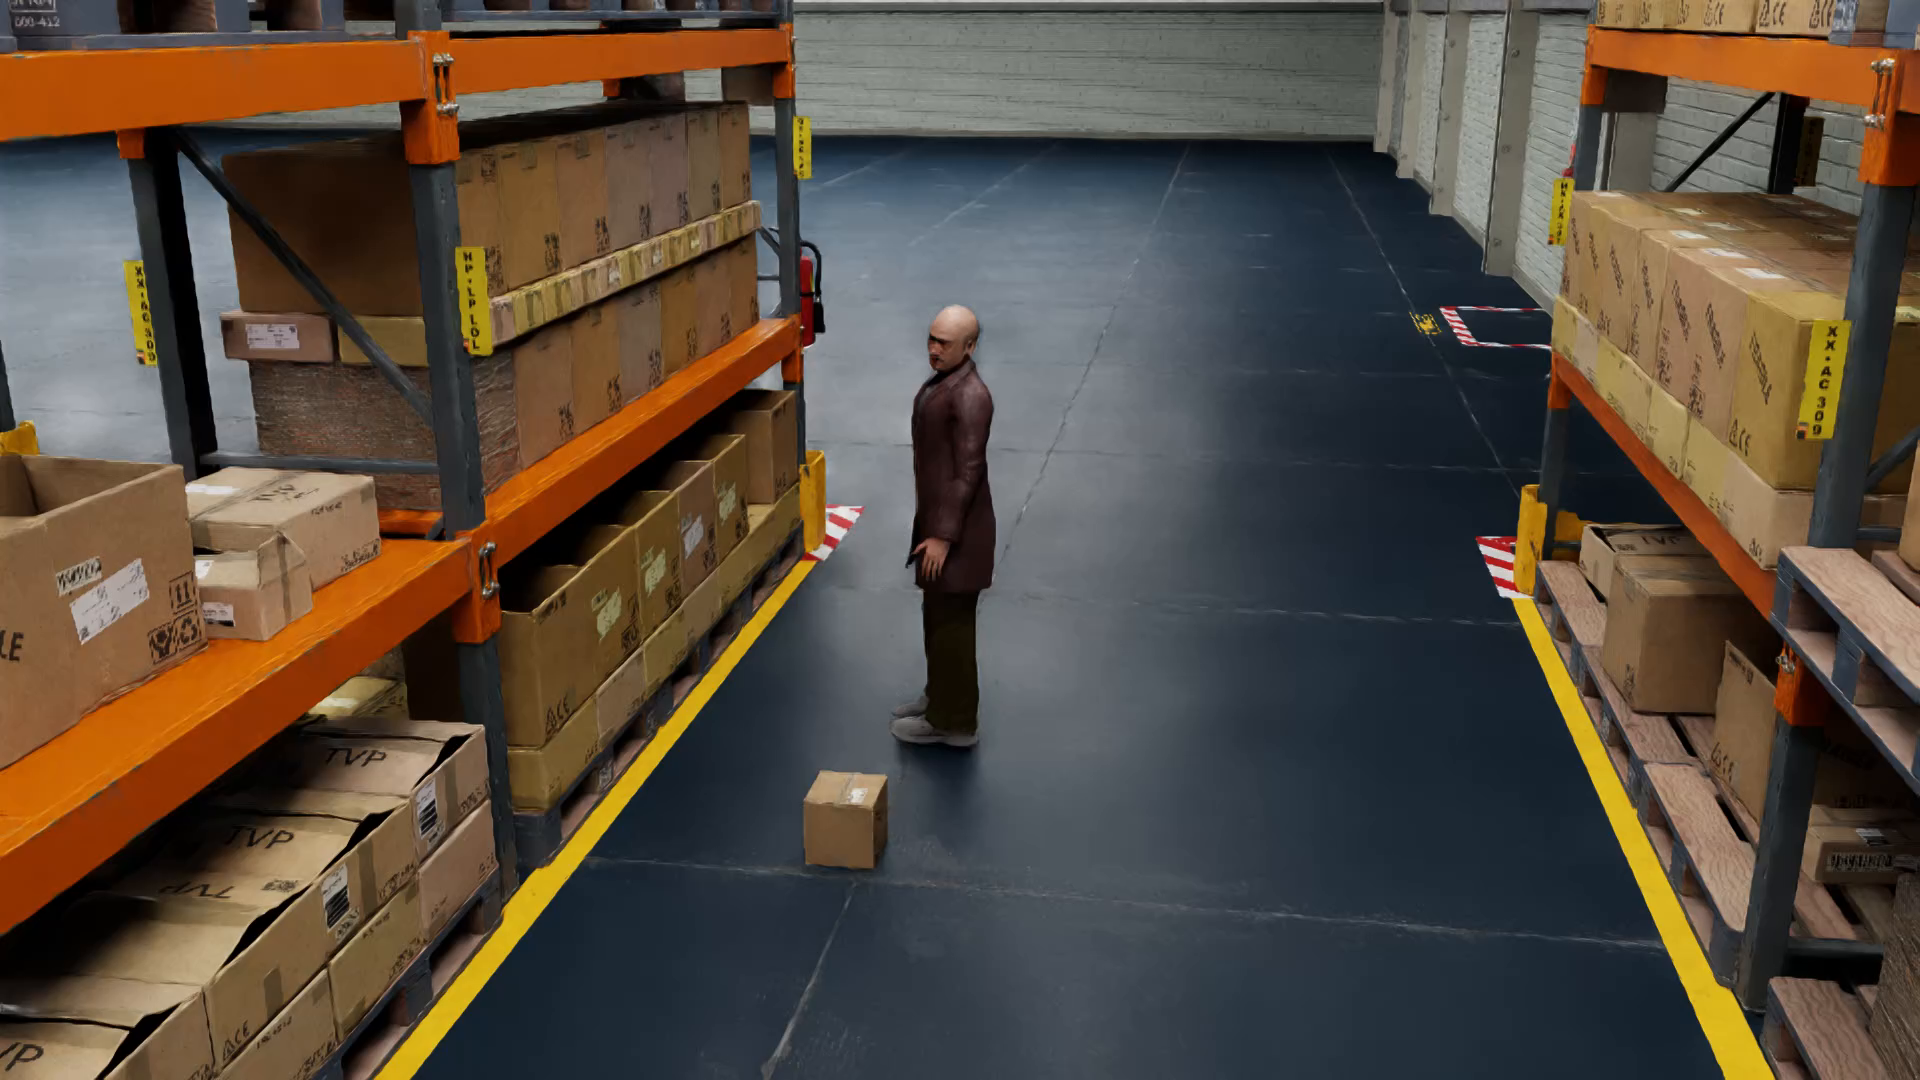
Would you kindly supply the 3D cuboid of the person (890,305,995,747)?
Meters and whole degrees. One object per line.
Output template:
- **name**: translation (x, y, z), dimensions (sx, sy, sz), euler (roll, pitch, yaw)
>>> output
- **person**: translation (-0.081, -0.033, 6.675), dimensions (0.432, 1.826, 0.631), euler (-3, 18, -9)
